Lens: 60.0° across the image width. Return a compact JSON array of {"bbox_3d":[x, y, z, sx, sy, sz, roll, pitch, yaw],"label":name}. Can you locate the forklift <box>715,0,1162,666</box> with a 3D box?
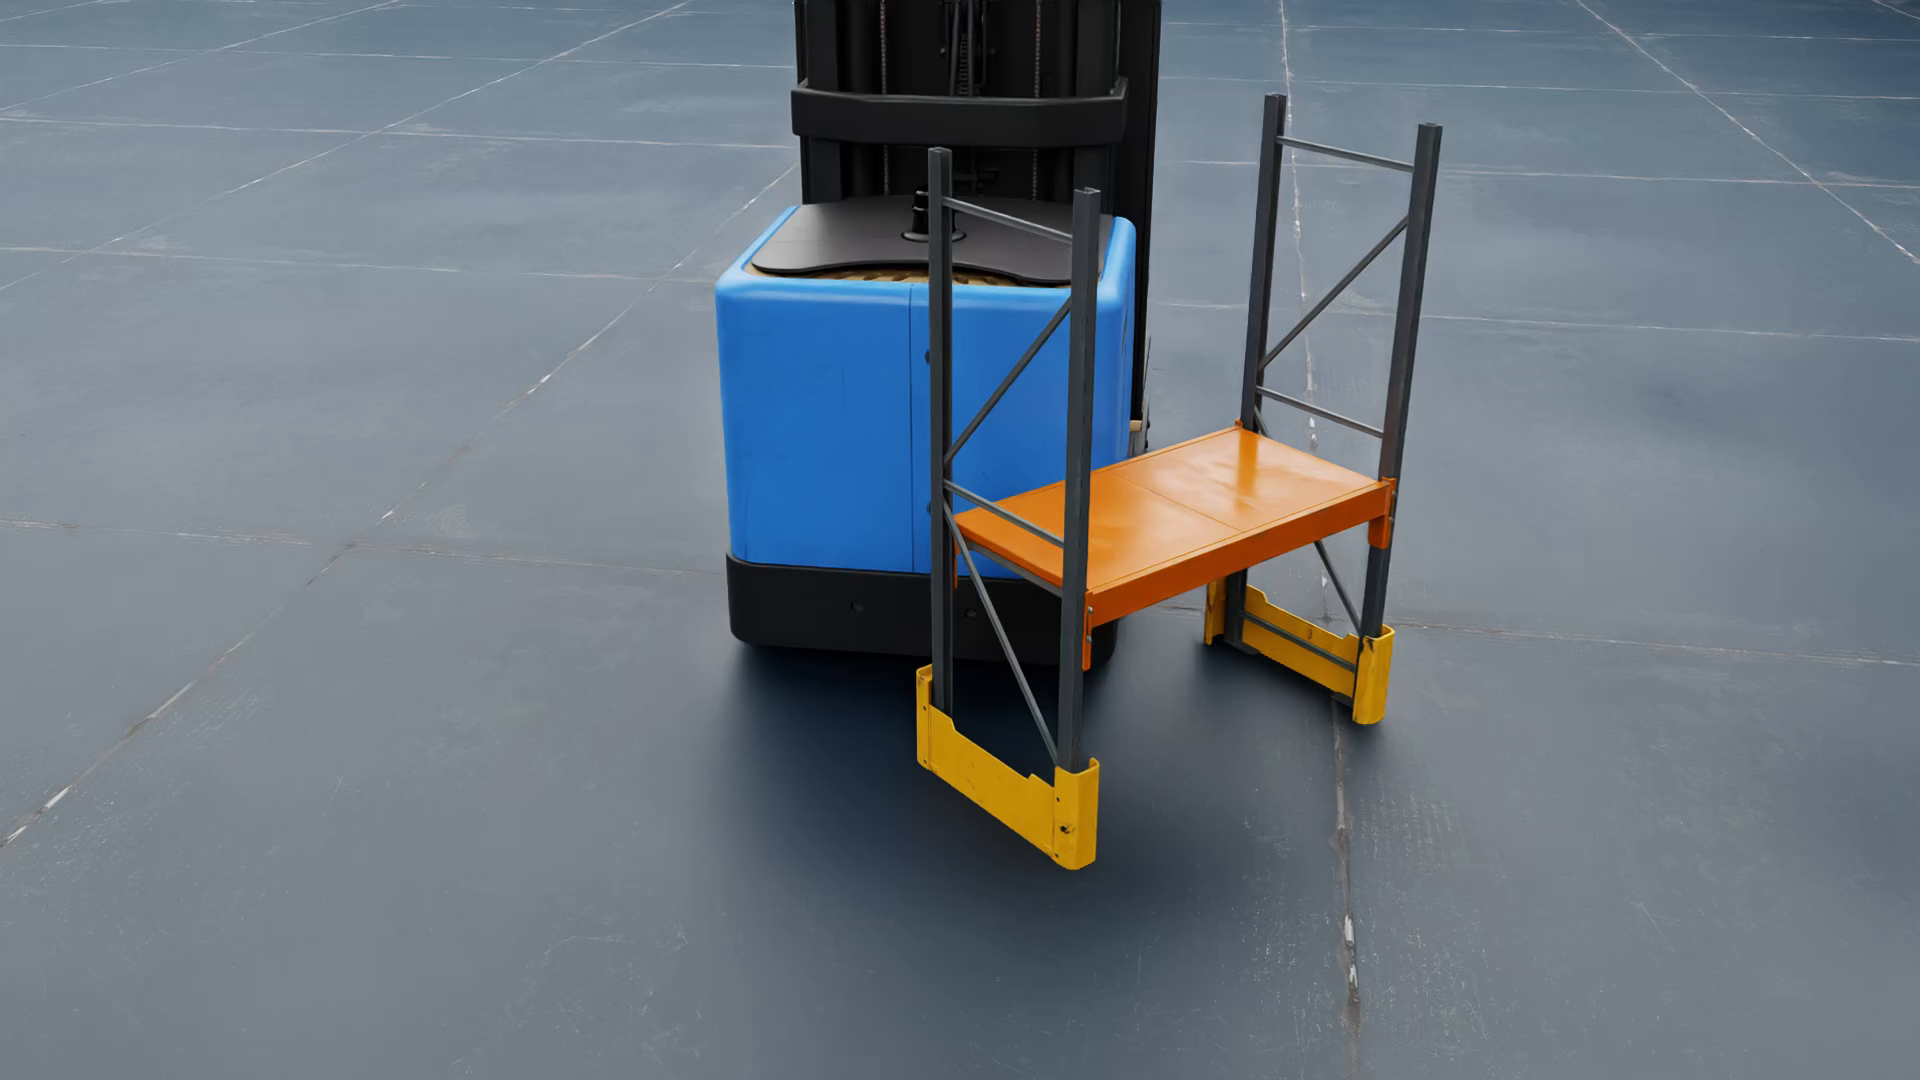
[{"bbox_3d":[0.086,-1.589,5.188,1.130,2.935,3.031,3,25,7],"label":"forklift"}]

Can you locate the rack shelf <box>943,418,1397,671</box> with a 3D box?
[{"bbox_3d":[0.499,-0.021,3.949,1.000,0.185,0.538,-18,31,-34],"label":"rack shelf"}]

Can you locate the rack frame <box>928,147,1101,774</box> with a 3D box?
[{"bbox_3d":[0.098,-0.051,3.590,0.032,1.500,0.500,-18,31,-34],"label":"rack frame"}]

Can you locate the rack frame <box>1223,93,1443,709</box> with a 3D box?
[{"bbox_3d":[0.900,-0.316,4.156,0.032,1.500,0.500,-18,31,-34],"label":"rack frame"}]

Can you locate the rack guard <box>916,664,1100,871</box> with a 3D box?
[{"bbox_3d":[0.099,0.515,3.856,0.087,0.250,0.587,-18,31,-34],"label":"rack guard"}]

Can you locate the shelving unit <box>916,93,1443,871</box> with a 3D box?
[{"bbox_3d":[0.492,-0.181,3.868,1.083,1.500,0.587,-18,31,-34],"label":"shelving unit"}]

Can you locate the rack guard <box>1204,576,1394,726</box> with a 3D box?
[{"bbox_3d":[0.885,0.255,4.410,0.087,0.250,0.587,-18,31,-34],"label":"rack guard"}]
